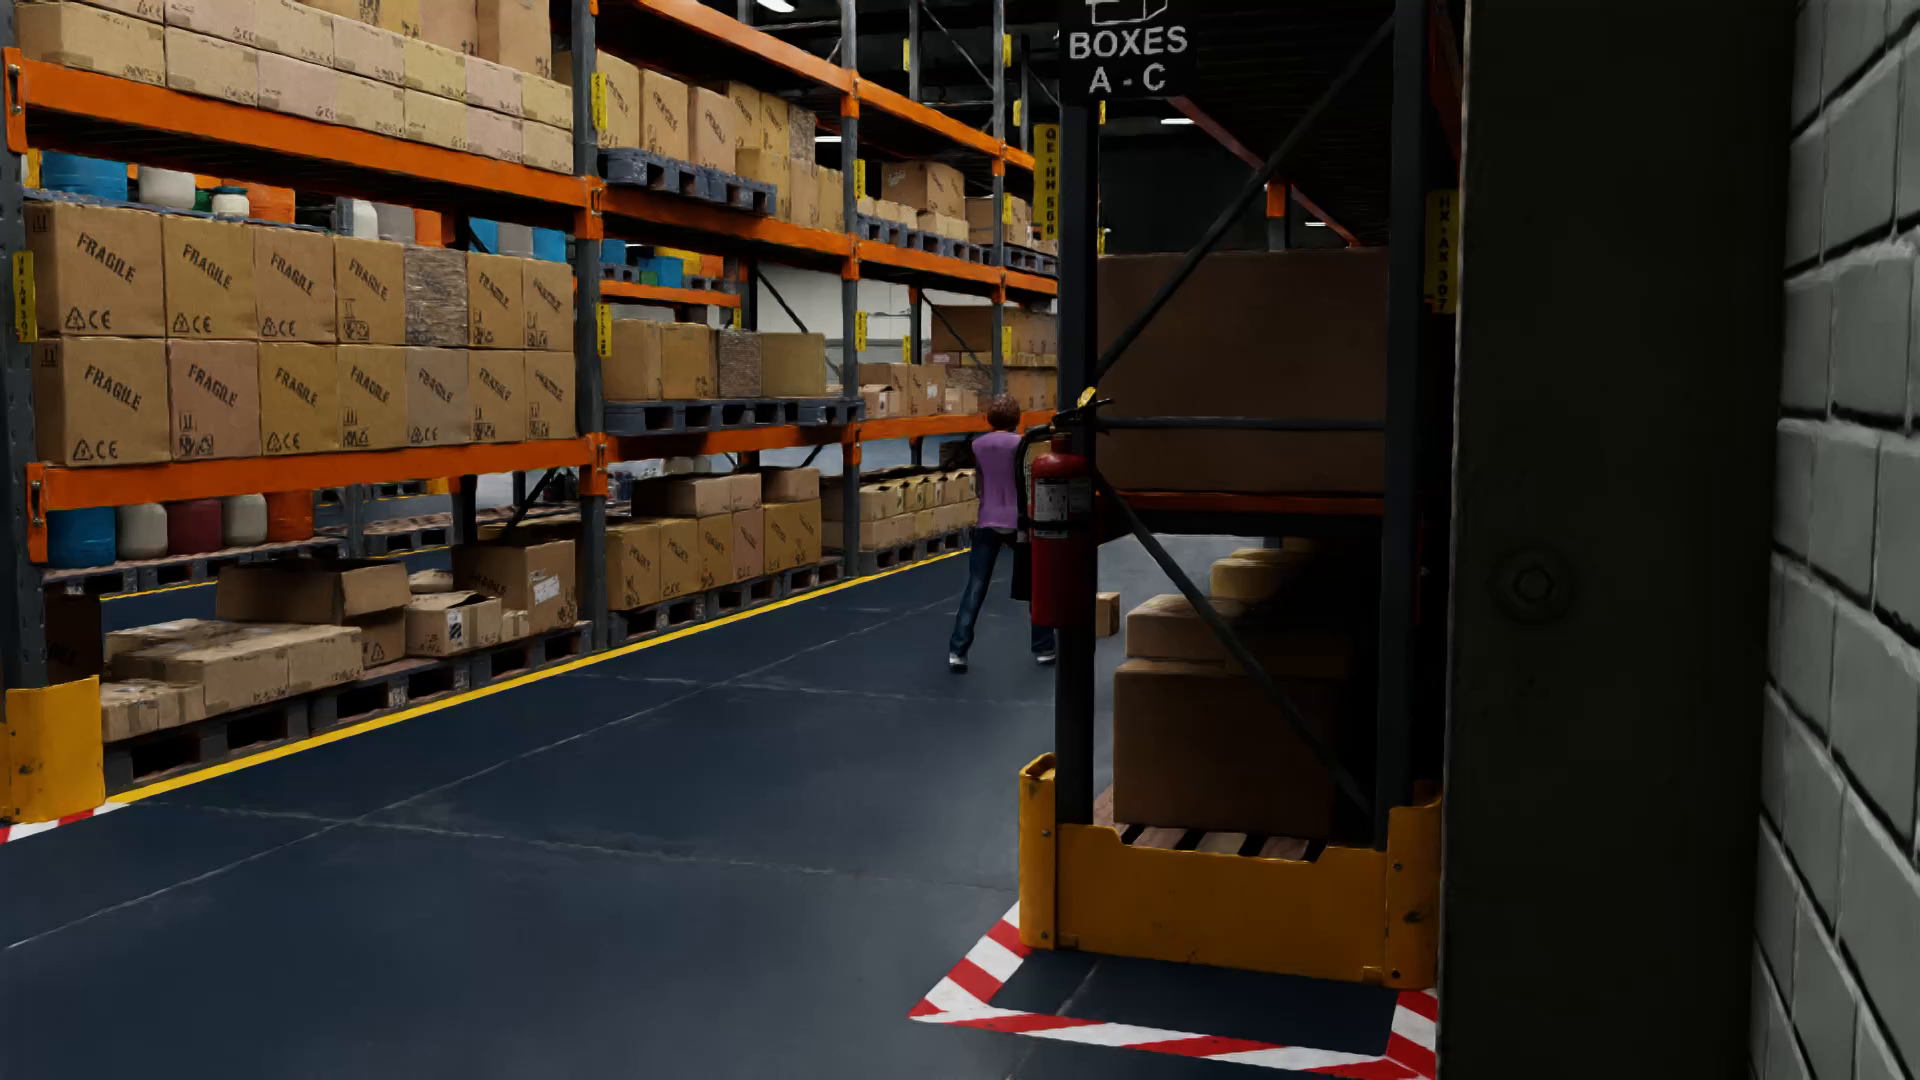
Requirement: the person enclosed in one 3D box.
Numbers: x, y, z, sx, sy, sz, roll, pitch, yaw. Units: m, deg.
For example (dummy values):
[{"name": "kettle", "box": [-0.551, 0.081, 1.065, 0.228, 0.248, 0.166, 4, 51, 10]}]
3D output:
[{"name": "person", "box": [0.256, -0.009, 9.532, 0.500, 1.431, 0.733, 3, 6, 28]}]
